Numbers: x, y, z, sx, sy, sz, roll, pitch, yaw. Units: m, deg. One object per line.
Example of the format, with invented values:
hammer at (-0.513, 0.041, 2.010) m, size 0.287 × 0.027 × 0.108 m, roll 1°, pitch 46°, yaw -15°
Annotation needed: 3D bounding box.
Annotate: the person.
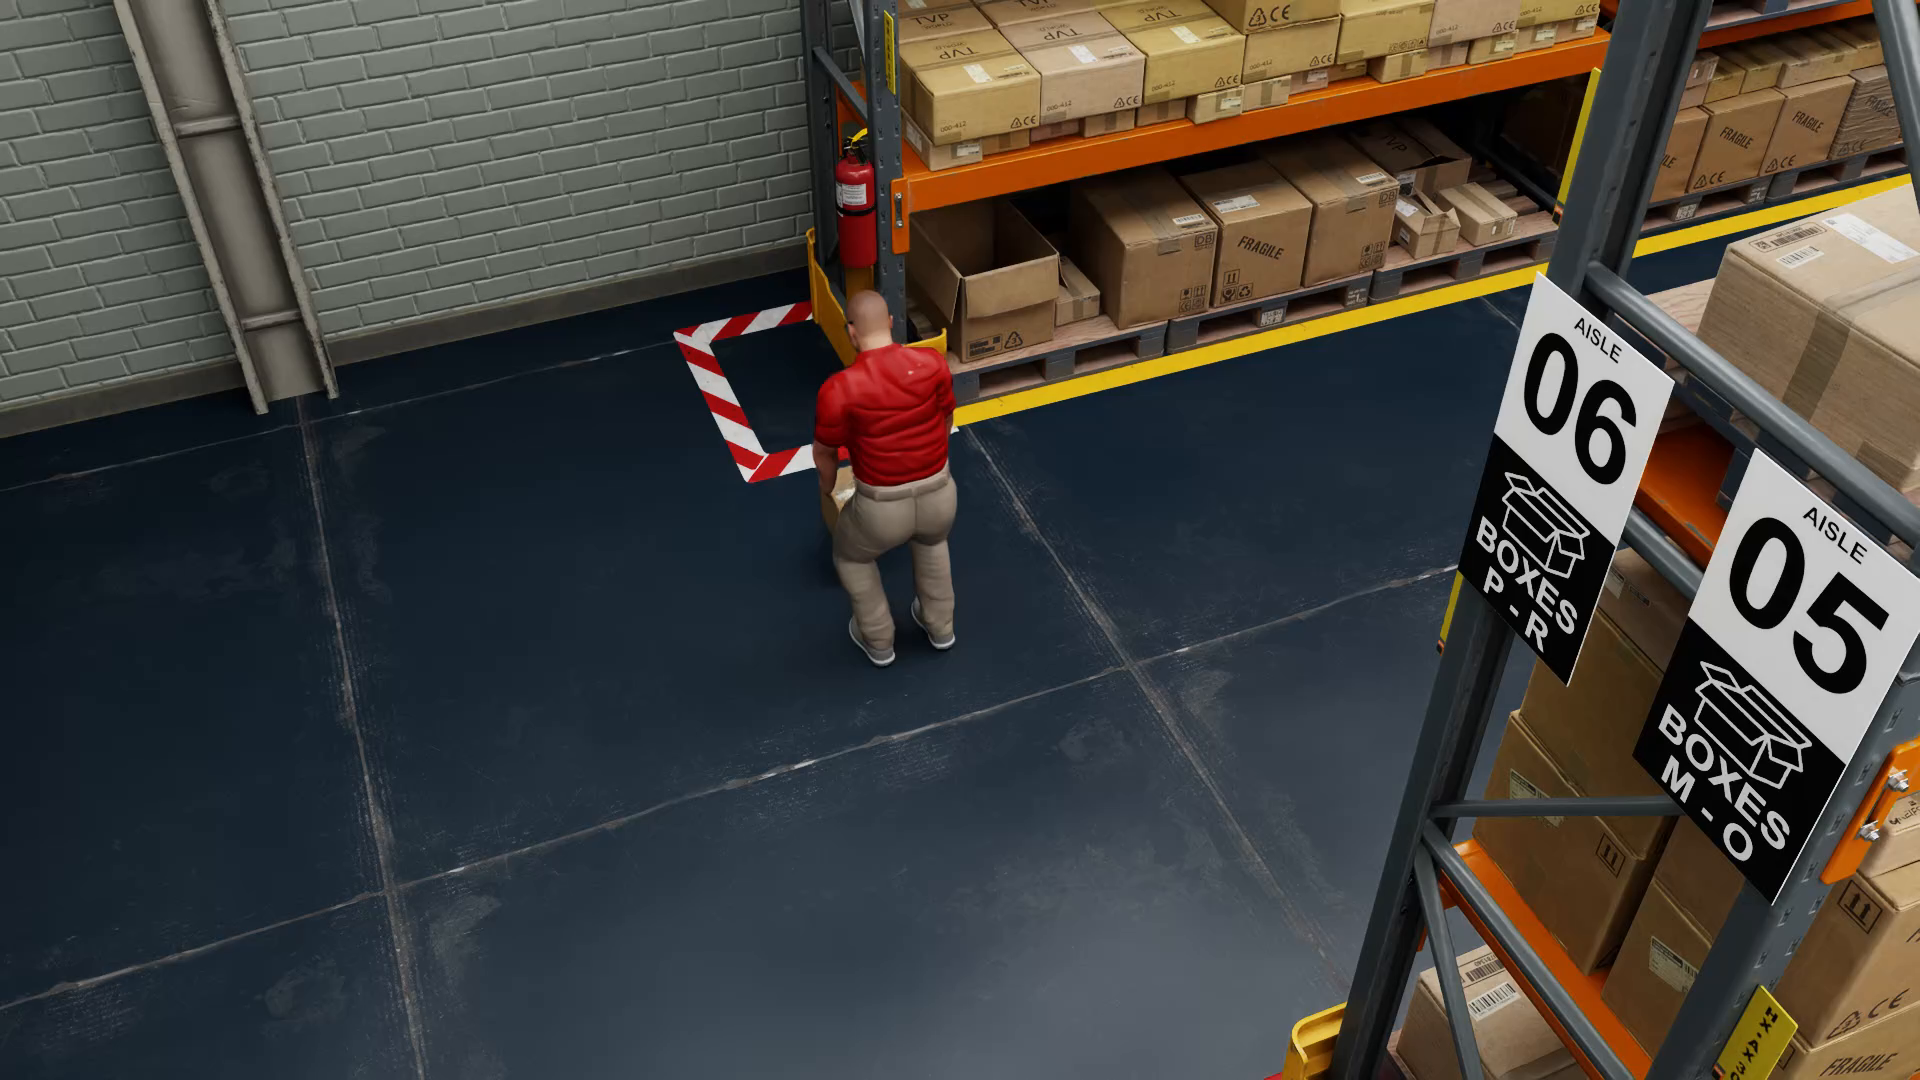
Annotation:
person at (-0.278, -0.194, 6.483) m, size 0.571 × 1.620 × 0.503 m, roll -14°, pitch 43°, yaw -16°
